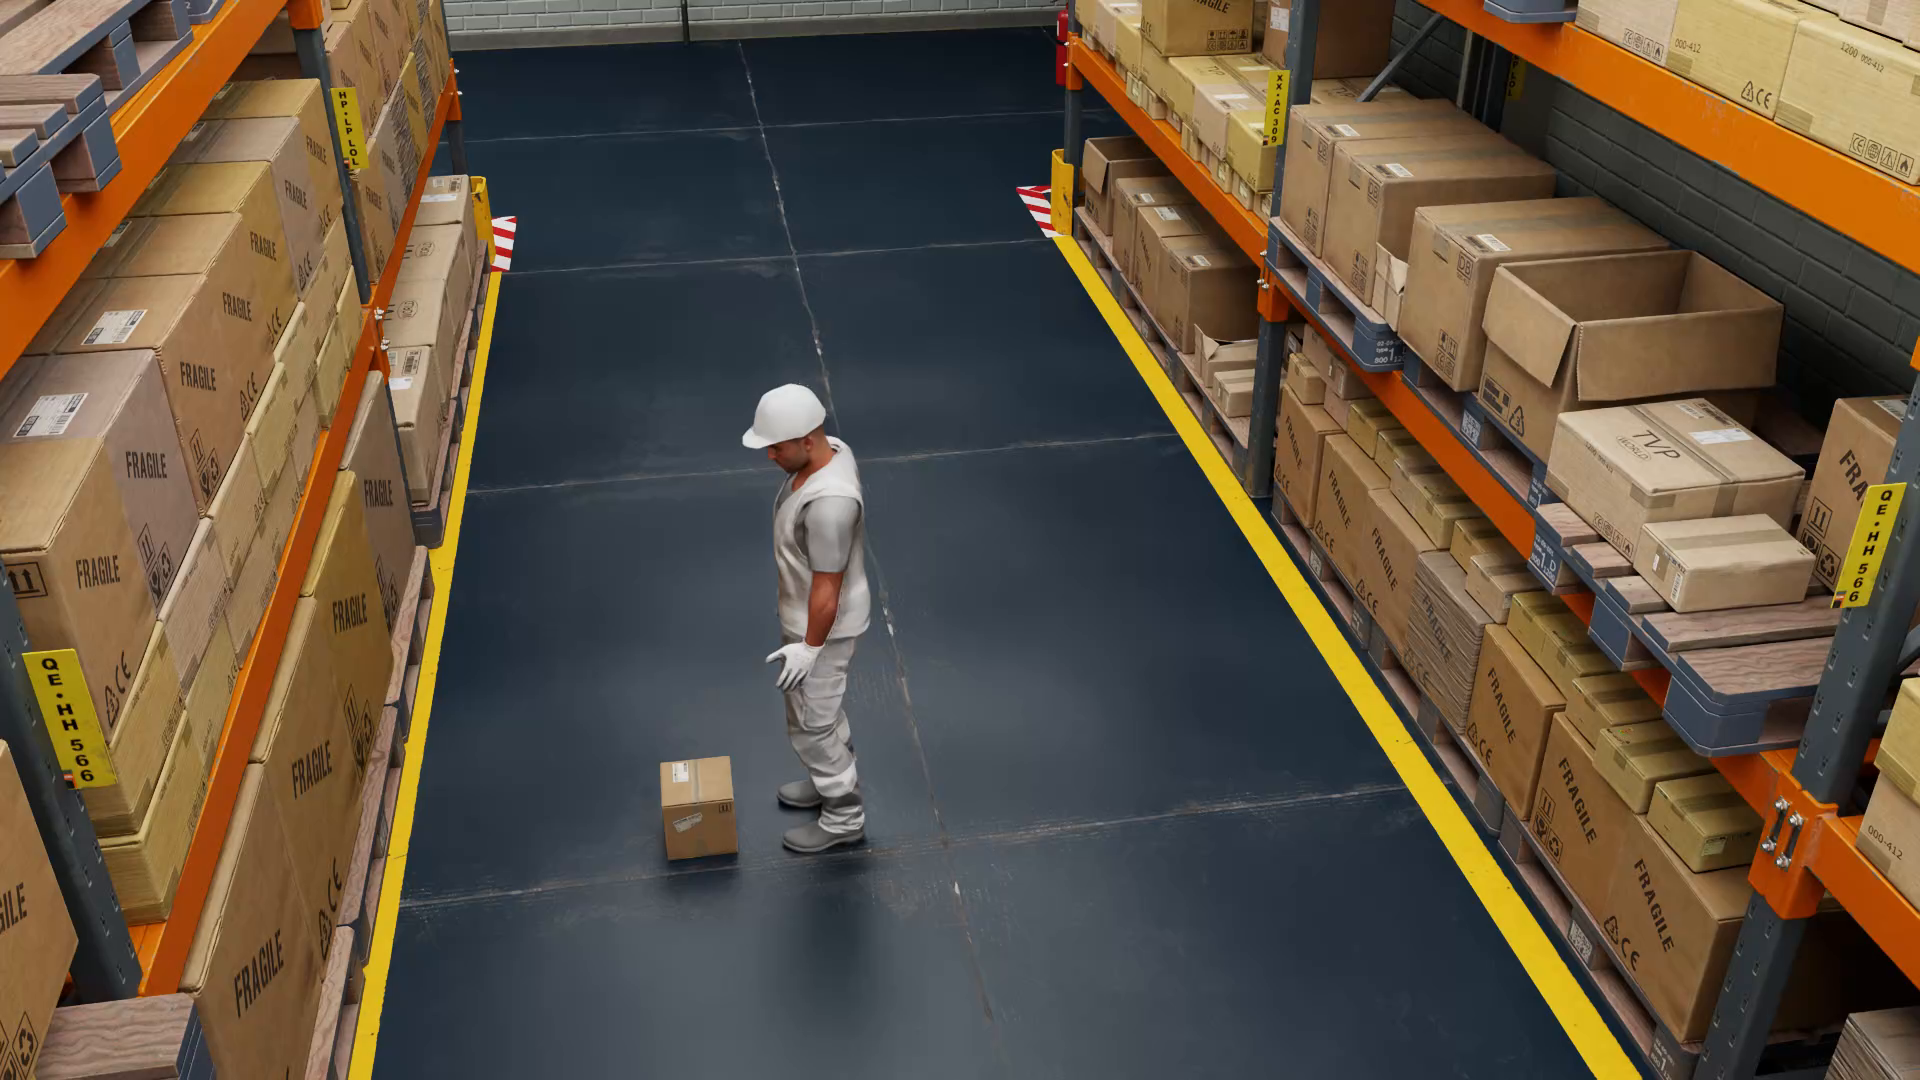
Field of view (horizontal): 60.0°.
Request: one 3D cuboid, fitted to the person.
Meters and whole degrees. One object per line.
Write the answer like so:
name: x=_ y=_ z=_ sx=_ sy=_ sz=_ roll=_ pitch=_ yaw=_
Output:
person: x=-0.499 y=0.279 z=5.656 sx=0.388 sy=1.768 sz=0.533 roll=-5 pitch=31 yaw=-8
